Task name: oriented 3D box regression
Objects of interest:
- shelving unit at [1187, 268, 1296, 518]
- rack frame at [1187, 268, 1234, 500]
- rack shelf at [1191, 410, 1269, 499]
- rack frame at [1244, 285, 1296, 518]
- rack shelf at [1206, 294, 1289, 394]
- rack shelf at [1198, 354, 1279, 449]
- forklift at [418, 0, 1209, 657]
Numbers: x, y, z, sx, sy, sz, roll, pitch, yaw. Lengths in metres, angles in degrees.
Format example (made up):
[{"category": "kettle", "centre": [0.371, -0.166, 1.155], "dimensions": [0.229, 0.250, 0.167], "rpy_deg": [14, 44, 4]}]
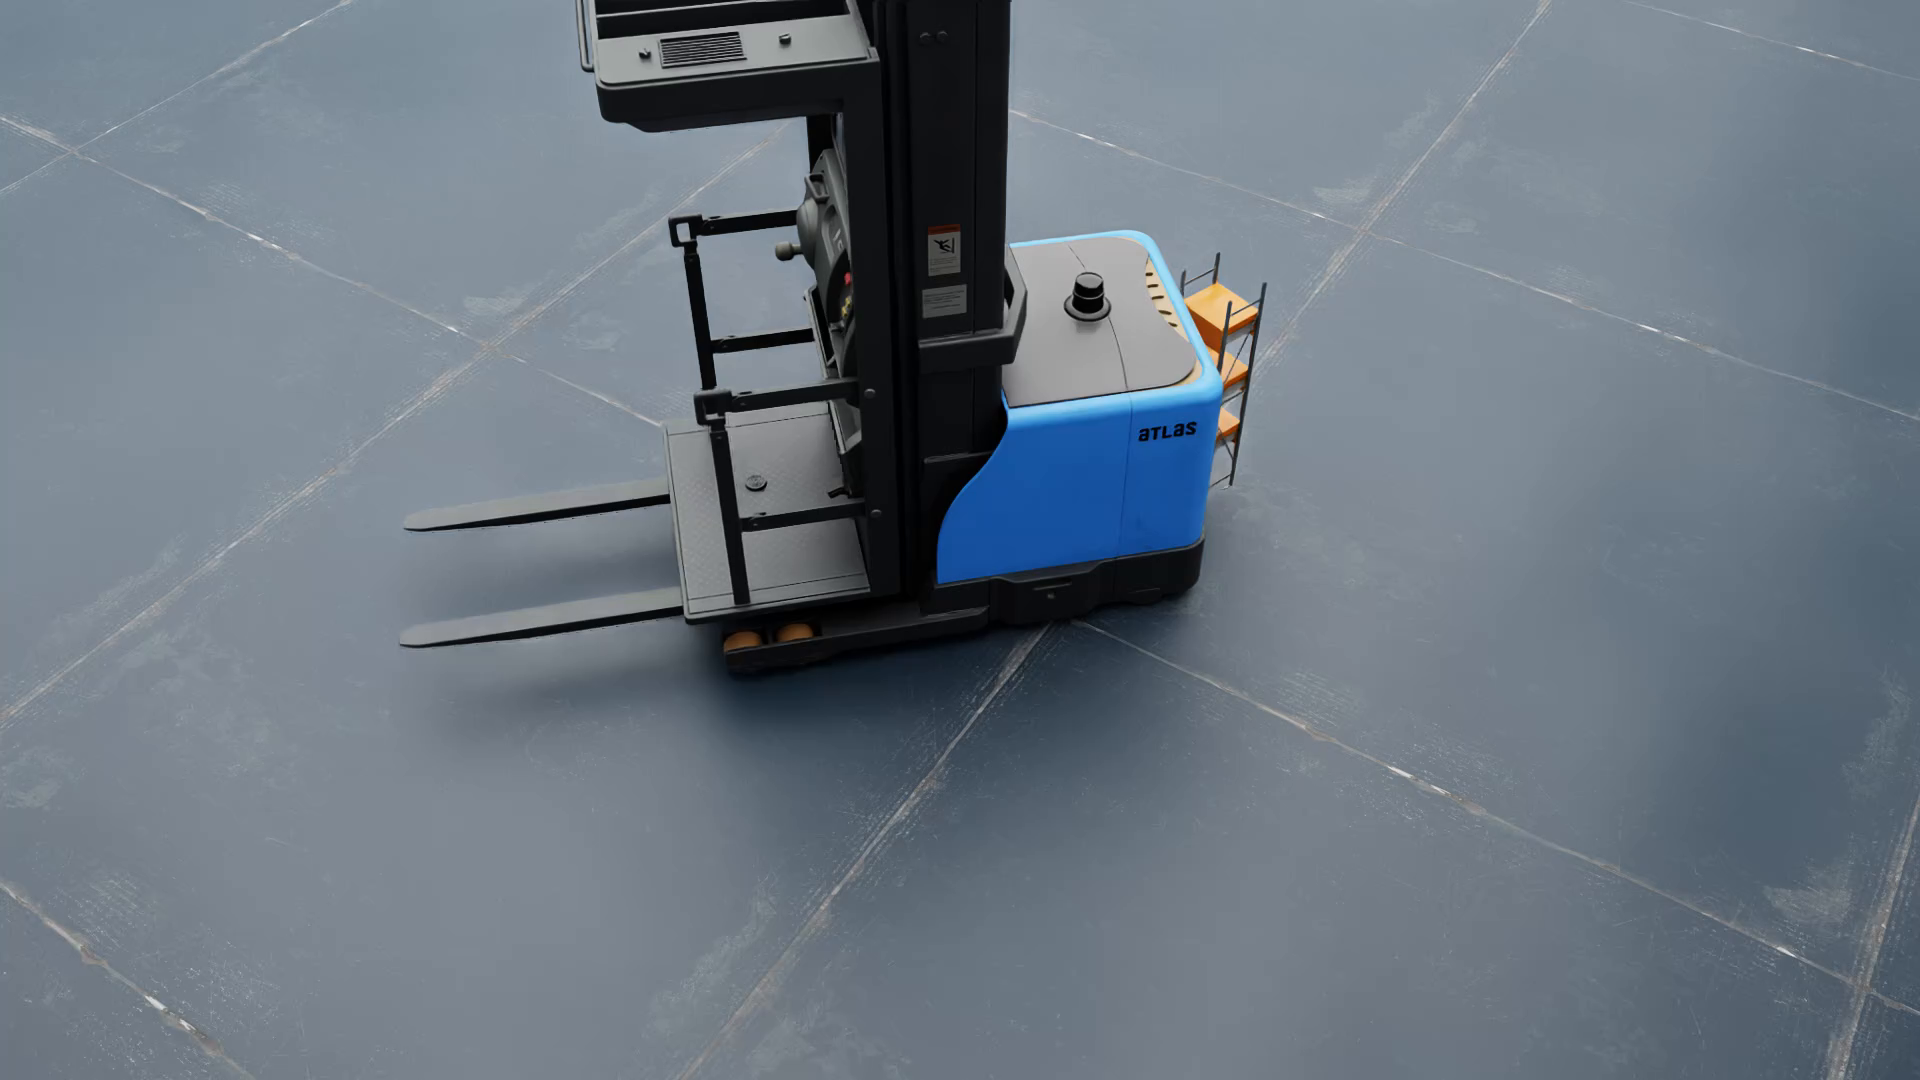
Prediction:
[{"category": "shelving unit", "centre": [1.101, -0.560, 6.562], "dimensions": [0.252, 1.050, 0.215], "rpy_deg": [18, 49, 17]}, {"category": "rack frame", "centre": [0.990, -0.597, 6.598], "dimensions": [0.008, 1.050, 0.200], "rpy_deg": [18, 49, 17]}, {"category": "rack shelf", "centre": [1.101, -0.359, 6.769], "dimensions": [0.240, 0.259, 0.215], "rpy_deg": [18, 49, 17]}, {"category": "rack frame", "centre": [1.212, -0.523, 6.526], "dimensions": [0.008, 1.050, 0.200], "rpy_deg": [18, 49, 17]}, {"category": "rack shelf", "centre": [1.101, -0.750, 6.366], "dimensions": [0.240, 0.259, 0.215], "rpy_deg": [18, 49, 17]}, {"category": "rack shelf", "centre": [1.101, -0.552, 6.569], "dimensions": [0.240, 0.259, 0.215], "rpy_deg": [18, 49, 17]}, {"category": "forklift", "centre": [-0.630, -1.119, 5.794], "dimensions": [3.031, 2.935, 1.130], "rpy_deg": [9, 46, 8]}]
